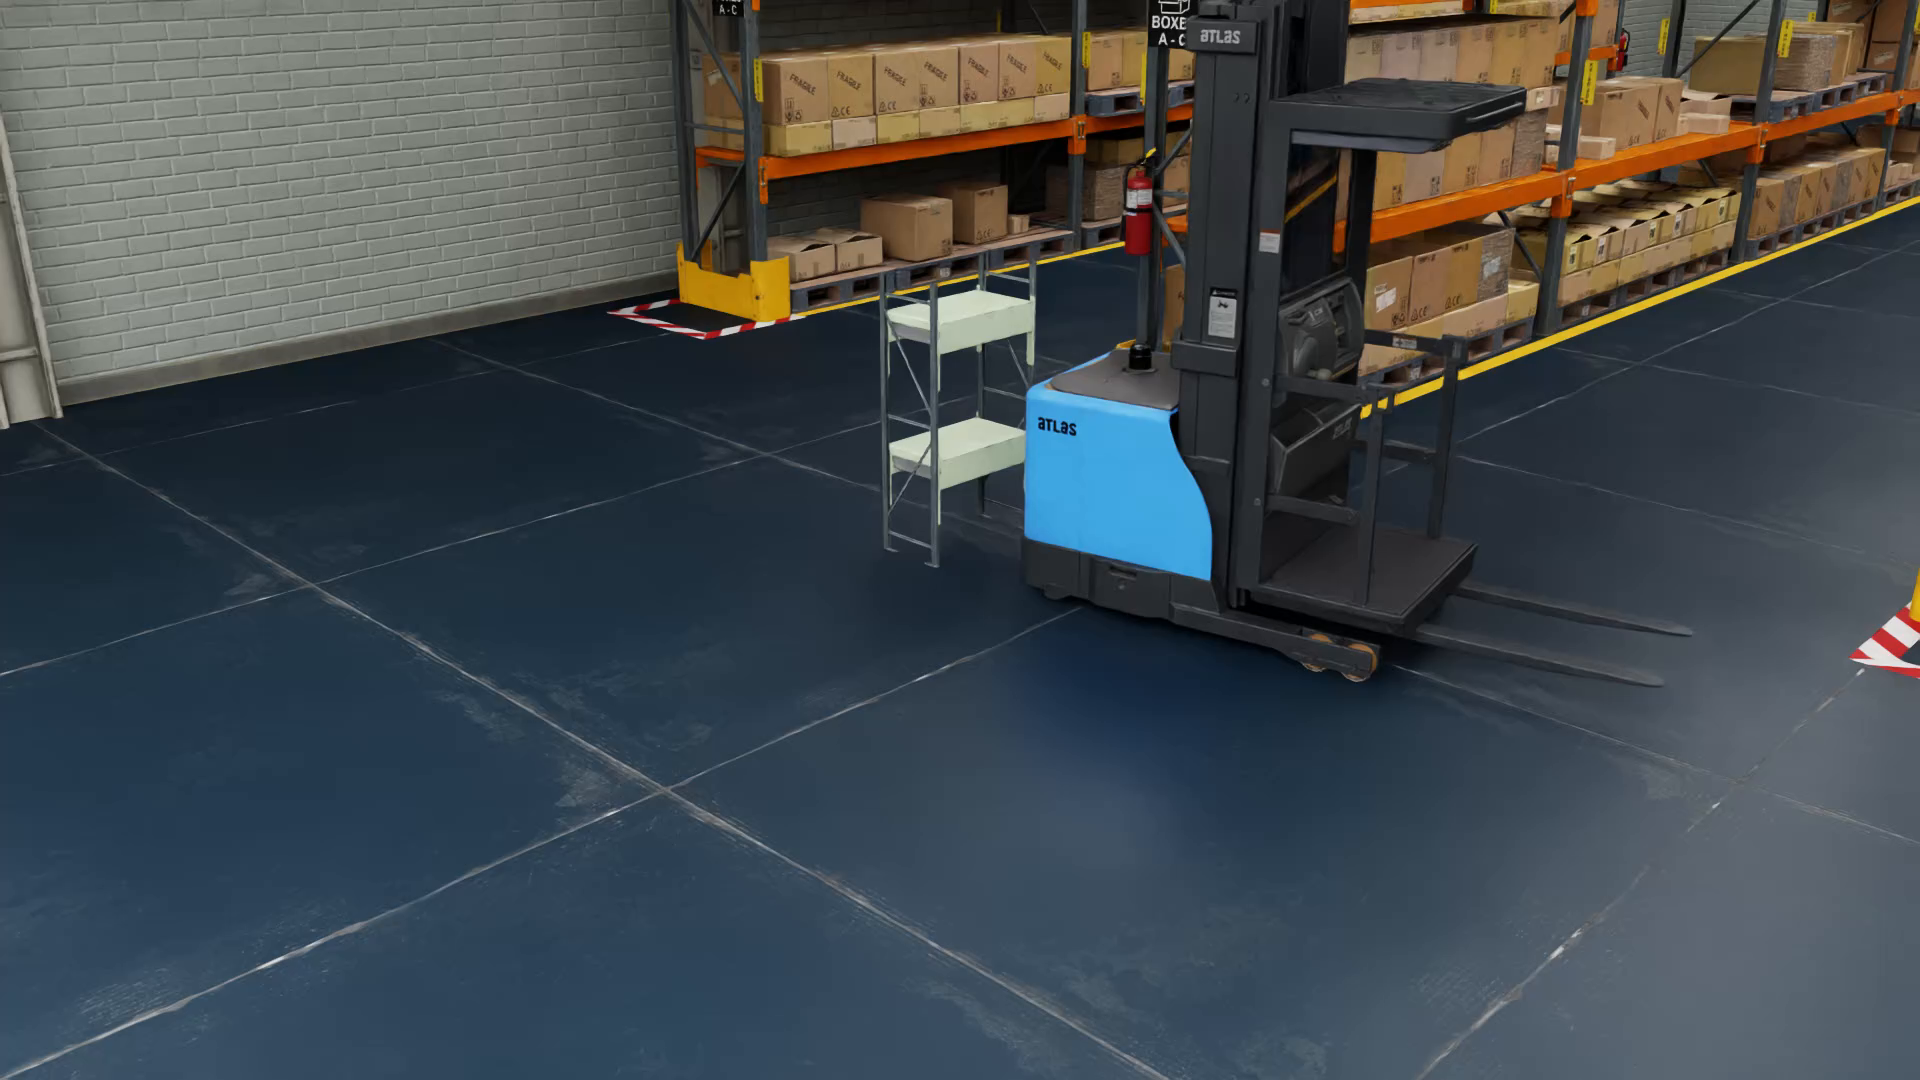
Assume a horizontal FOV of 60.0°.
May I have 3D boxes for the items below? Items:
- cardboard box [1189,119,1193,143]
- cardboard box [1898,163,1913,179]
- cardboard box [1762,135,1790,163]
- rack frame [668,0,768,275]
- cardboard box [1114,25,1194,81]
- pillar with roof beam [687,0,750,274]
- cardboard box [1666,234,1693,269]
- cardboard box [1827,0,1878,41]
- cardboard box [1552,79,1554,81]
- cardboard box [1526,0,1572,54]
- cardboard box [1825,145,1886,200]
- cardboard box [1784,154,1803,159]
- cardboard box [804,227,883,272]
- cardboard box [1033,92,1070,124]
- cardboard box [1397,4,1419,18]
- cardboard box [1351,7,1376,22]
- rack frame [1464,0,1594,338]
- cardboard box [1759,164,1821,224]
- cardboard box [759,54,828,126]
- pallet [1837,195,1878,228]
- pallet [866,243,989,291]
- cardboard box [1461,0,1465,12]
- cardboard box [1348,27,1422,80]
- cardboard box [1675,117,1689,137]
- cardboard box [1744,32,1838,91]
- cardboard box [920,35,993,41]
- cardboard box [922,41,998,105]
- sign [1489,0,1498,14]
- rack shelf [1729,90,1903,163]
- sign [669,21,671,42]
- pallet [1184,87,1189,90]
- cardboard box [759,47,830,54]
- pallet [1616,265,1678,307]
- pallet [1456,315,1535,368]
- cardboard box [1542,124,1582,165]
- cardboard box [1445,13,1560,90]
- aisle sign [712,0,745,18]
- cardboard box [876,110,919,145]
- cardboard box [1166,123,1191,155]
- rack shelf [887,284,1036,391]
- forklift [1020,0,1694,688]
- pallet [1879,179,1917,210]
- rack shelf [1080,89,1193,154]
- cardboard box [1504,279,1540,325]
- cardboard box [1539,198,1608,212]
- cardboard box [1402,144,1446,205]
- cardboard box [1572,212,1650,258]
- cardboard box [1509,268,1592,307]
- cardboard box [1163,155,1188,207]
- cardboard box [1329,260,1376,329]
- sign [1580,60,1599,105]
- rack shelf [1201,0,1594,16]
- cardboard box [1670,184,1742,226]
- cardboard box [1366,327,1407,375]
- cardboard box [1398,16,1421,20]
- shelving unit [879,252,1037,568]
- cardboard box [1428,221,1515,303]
[{"bbox_3d":[1.697,-2.622,10.671,0.380,0.149,0.250,19,28,40],"label":"cardboard box"},{"bbox_3d":[10.983,-4.372,19.605,0.380,0.166,0.250,19,28,41],"label":"cardboard box"},{"bbox_3d":[8.379,-4.150,17.516,0.500,0.250,0.500,19,28,40],"label":"cardboard box"},{"bbox_3d":[-1.985,-3.365,13.649,1.000,3.000,0.127,19,28,41],"label":"rack frame"},{"bbox_3d":[2.017,-5.086,17.375,0.500,0.500,0.700,-16,26,-35],"label":"cardboard box"},{"bbox_3d":[0.968,-5.484,10.800,9.100,9.000,0.400,19,28,41],"label":"pillar with roof beam"},{"bbox_3d":[6.246,-2.637,15.001,0.500,0.250,0.500,-19,28,-41],"label":"cardboard box"},{"bbox_3d":[10.106,-5.919,18.760,0.500,0.500,0.500,19,28,41],"label":"cardboard box"},{"bbox_3d":[8.352,-6.557,23.947,0.380,0.149,0.250,19,28,41],"label":"cardboard box"},{"bbox_3d":[7.790,-7.101,22.950,0.980,0.700,0.700,18,27,38],"label":"cardboard box"},{"bbox_3d":[9.800,-4.051,18.304,0.500,0.500,0.500,19,28,40],"label":"cardboard box"},{"bbox_3d":[8.708,-3.920,17.962,0.500,0.500,0.500,20,29,41],"label":"cardboard box"},{"bbox_3d":[-1.040,-2.617,14.837,0.500,0.311,0.500,-17,27,-38],"label":"cardboard box"},{"bbox_3d":[0.693,-4.135,15.833,0.500,0.250,0.500,19,28,41],"label":"cardboard box"},{"bbox_3d":[5.170,-6.419,19.967,0.500,0.250,0.500,19,28,40],"label":"cardboard box"},{"bbox_3d":[4.472,-6.157,19.285,0.500,0.250,0.500,19,28,40],"label":"cardboard box"},{"bbox_3d":[4.358,-3.154,13.100,1.000,3.000,0.127,19,28,41],"label":"rack frame"},{"bbox_3d":[8.385,-3.530,16.949,0.500,0.500,0.500,19,28,40],"label":"cardboard box"},{"bbox_3d":[-1.436,-3.702,13.661,0.500,0.500,0.500,19,28,41],"label":"cardboard box"},{"bbox_3d":[9.398,-3.691,18.382,1.003,0.211,1.213,19,28,41],"label":"pallet"},{"bbox_3d":[-0.489,-2.595,15.532,1.003,0.211,1.213,19,28,41],"label":"pallet"},{"bbox_3d":[6.244,-6.810,20.986,0.500,0.250,0.500,-19,28,-41],"label":"cardboard box"},{"bbox_3d":[2.653,-3.175,11.207,0.700,0.500,0.500,19,28,41],"label":"cardboard box"},{"bbox_3d":[6.299,-3.723,14.931,0.250,0.149,0.380,-18,27,-38],"label":"cardboard box"},{"bbox_3d":[8.281,-4.803,16.664,0.500,0.500,0.700,-14,25,-32],"label":"cardboard box"},{"bbox_3d":[-0.035,-4.482,15.691,0.500,0.500,0.500,19,28,40],"label":"cardboard box"},{"bbox_3d":[-0.005,-4.227,15.028,0.500,0.500,0.500,18,28,39],"label":"cardboard box"},{"bbox_3d":[6.782,-6.820,21.134,0.100,0.325,0.005,19,28,41],"label":"sign"},{"bbox_3d":[8.543,-4.361,17.242,1.077,0.370,4.000,19,28,41],"label":"rack shelf"},{"bbox_3d":[-2.368,-4.197,13.759,0.100,0.325,0.005,19,28,41],"label":"sign"},{"bbox_3d":[3.175,-5.122,18.487,1.213,0.211,1.003,19,28,41],"label":"pallet"},{"bbox_3d":[-1.450,-3.956,14.321,0.500,0.500,0.500,-20,29,-41],"label":"cardboard box"},{"bbox_3d":[5.695,-2.367,14.939,1.003,0.211,1.213,19,28,41],"label":"pallet"},{"bbox_3d":[3.773,-1.659,13.096,1.003,0.211,1.213,19,28,41],"label":"pallet"},{"bbox_3d":[4.670,-3.222,13.485,0.500,0.250,0.500,-18,27,-39],"label":"cardboard box"},{"bbox_3d":[4.053,-3.691,12.549,0.700,0.500,0.500,19,28,41],"label":"cardboard box"},{"bbox_3d":[-1.820,-4.485,12.939,0.394,0.787,0.004,19,28,41],"label":"aisle sign"},{"bbox_3d":[-0.705,-3.617,14.485,0.500,0.250,0.500,19,28,40],"label":"cardboard box"},{"bbox_3d":[2.334,-4.348,18.031,0.500,0.250,0.500,19,28,40],"label":"cardboard box"},{"bbox_3d":[-0.005,-1.063,8.661,0.431,0.370,0.720,19,28,41],"label":"rack shelf"},{"bbox_3d":[1.817,-0.952,7.466,3.031,2.935,1.130,13,25,31],"label":"forklift"},{"bbox_3d":[10.418,-4.085,19.410,1.003,0.211,1.213,19,28,41],"label":"pallet"},{"bbox_3d":[2.201,-4.572,17.790,1.077,0.370,4.000,19,28,41],"label":"rack shelf"},{"bbox_3d":[4.191,-1.893,13.066,0.500,0.250,0.500,19,28,41],"label":"cardboard box"},{"bbox_3d":[5.496,-2.896,14.893,0.500,0.311,0.500,19,28,40],"label":"cardboard box"},{"bbox_3d":[2.980,-2.688,11.748,0.500,0.500,0.700,-19,28,-40],"label":"cardboard box"},{"bbox_3d":[5.538,-2.633,14.210,0.500,0.311,0.500,18,27,39],"label":"cardboard box"},{"bbox_3d":[4.817,-2.109,13.627,0.500,0.250,0.500,18,28,39],"label":"cardboard box"},{"bbox_3d":[2.017,-3.892,17.889,0.700,0.500,0.500,20,28,41],"label":"cardboard box"},{"bbox_3d":[2.448,-1.600,11.258,0.500,0.500,0.500,19,28,41],"label":"cardboard box"},{"bbox_3d":[4.756,-3.457,12.571,0.100,0.325,0.005,19,28,41],"label":"sign"},{"bbox_3d":[2.962,-3.705,11.354,1.077,0.370,4.000,19,28,41],"label":"rack shelf"},{"bbox_3d":[6.959,-3.161,15.582,0.500,0.311,0.500,-19,28,-41],"label":"cardboard box"},{"bbox_3d":[2.796,-1.379,11.728,0.500,0.250,0.500,19,28,41],"label":"cardboard box"},{"bbox_3d":[5.195,-6.072,20.111,0.500,0.500,0.500,-19,28,-41],"label":"cardboard box"},{"bbox_3d":[-0.005,-0.698,8.801,0.431,1.500,0.755,19,28,41],"label":"shelving unit"},{"bbox_3d":[3.834,-2.117,12.605,0.500,0.500,0.500,19,28,41],"label":"cardboard box"}]
